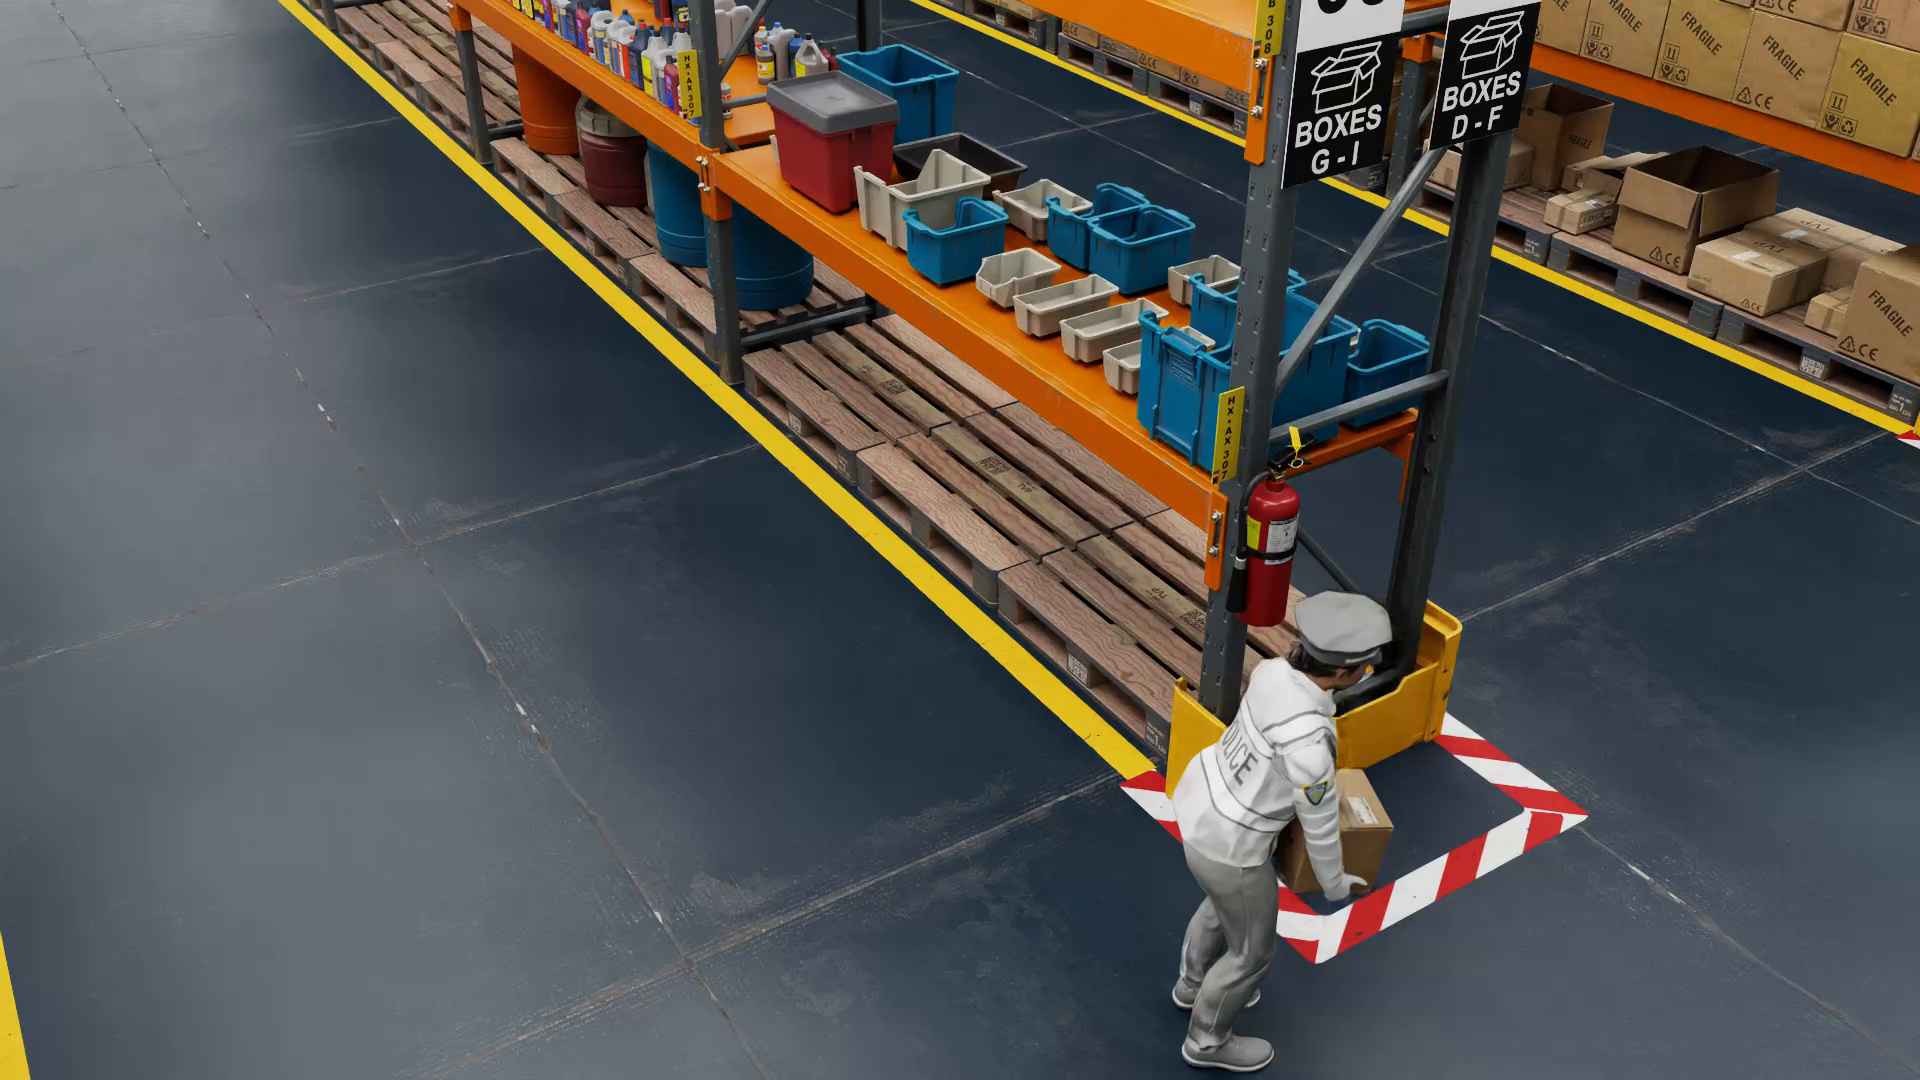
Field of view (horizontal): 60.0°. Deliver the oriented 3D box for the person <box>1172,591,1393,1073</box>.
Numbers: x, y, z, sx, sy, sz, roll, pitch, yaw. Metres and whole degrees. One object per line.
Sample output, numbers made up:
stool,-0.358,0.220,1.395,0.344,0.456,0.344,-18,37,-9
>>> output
person,0.892,0.866,4.847,0.548,1.615,0.404,-2,33,-3
